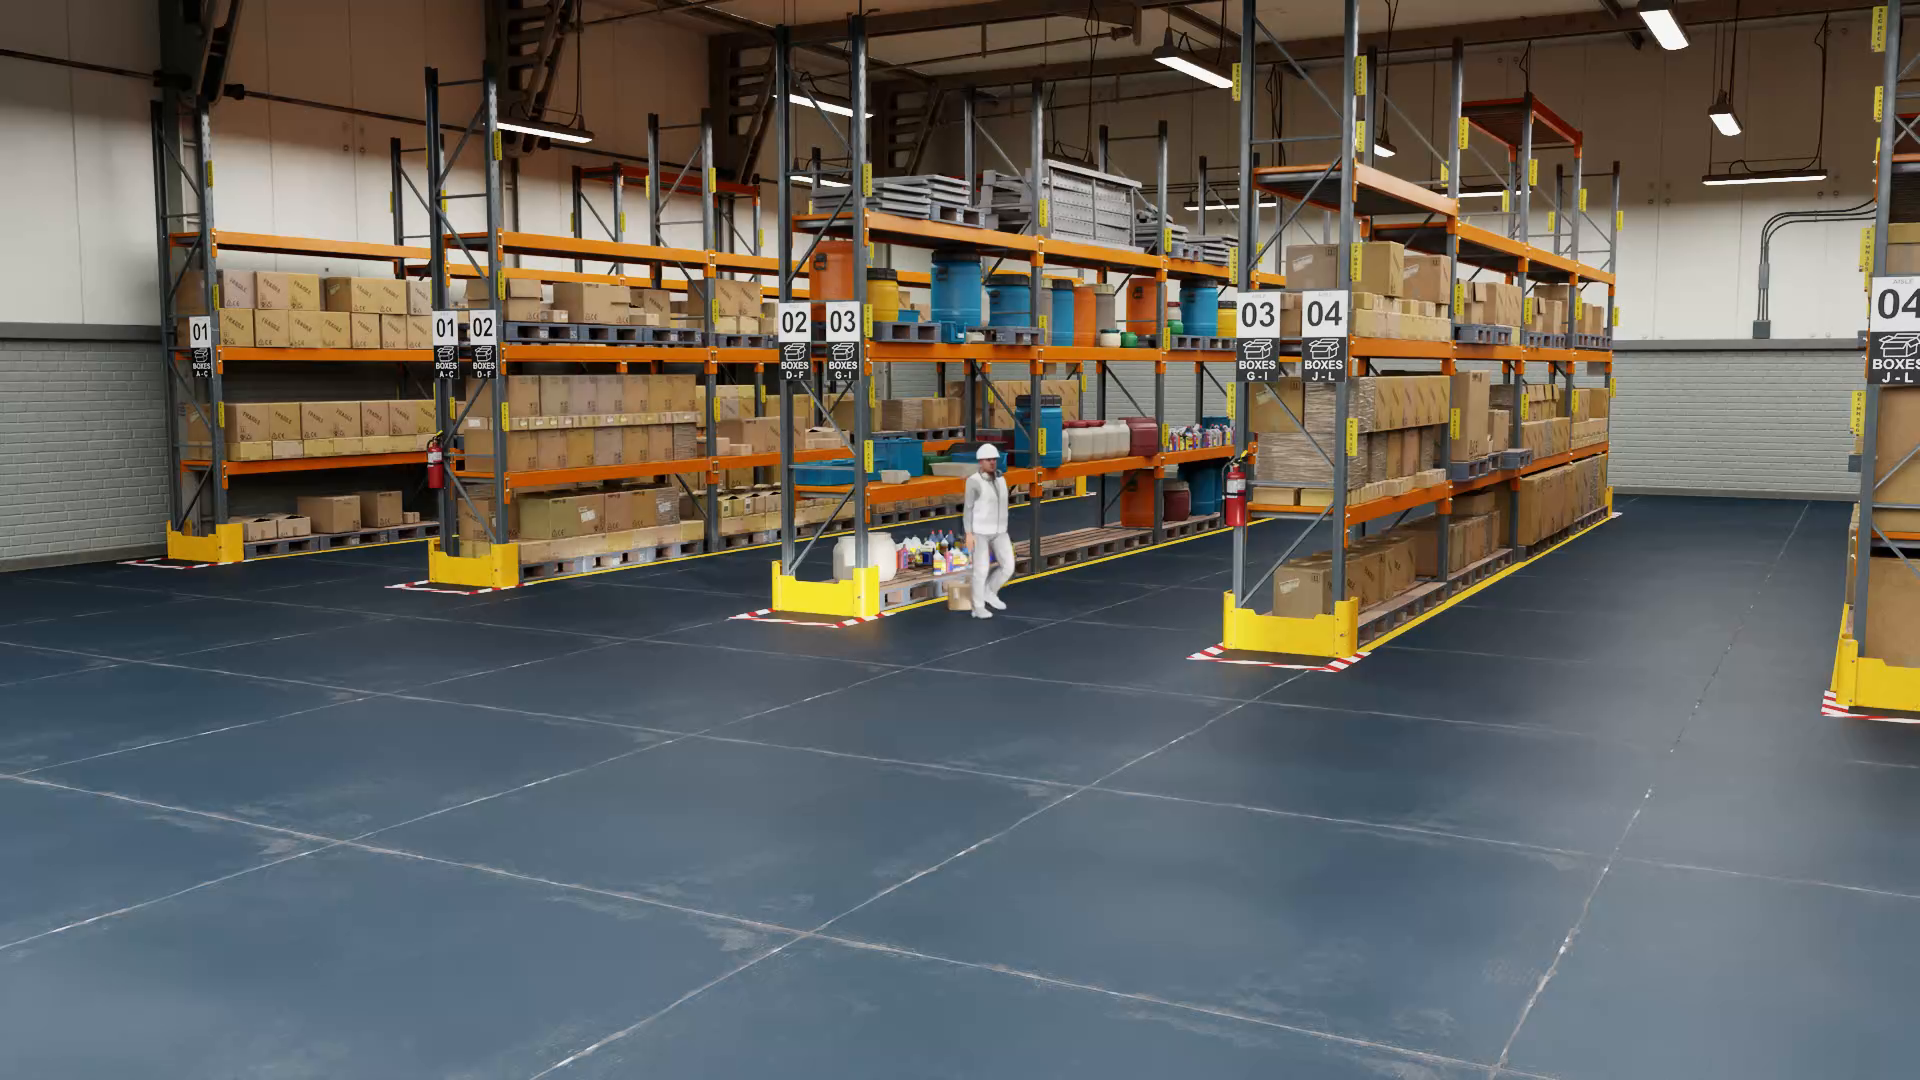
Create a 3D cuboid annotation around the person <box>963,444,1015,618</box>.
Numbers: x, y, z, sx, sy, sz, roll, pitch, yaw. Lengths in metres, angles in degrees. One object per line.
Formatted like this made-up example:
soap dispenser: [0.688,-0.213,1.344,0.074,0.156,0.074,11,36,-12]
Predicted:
person: [0.265,-0.091,16.730,0.568,1.759,0.483,-4,7,-36]
